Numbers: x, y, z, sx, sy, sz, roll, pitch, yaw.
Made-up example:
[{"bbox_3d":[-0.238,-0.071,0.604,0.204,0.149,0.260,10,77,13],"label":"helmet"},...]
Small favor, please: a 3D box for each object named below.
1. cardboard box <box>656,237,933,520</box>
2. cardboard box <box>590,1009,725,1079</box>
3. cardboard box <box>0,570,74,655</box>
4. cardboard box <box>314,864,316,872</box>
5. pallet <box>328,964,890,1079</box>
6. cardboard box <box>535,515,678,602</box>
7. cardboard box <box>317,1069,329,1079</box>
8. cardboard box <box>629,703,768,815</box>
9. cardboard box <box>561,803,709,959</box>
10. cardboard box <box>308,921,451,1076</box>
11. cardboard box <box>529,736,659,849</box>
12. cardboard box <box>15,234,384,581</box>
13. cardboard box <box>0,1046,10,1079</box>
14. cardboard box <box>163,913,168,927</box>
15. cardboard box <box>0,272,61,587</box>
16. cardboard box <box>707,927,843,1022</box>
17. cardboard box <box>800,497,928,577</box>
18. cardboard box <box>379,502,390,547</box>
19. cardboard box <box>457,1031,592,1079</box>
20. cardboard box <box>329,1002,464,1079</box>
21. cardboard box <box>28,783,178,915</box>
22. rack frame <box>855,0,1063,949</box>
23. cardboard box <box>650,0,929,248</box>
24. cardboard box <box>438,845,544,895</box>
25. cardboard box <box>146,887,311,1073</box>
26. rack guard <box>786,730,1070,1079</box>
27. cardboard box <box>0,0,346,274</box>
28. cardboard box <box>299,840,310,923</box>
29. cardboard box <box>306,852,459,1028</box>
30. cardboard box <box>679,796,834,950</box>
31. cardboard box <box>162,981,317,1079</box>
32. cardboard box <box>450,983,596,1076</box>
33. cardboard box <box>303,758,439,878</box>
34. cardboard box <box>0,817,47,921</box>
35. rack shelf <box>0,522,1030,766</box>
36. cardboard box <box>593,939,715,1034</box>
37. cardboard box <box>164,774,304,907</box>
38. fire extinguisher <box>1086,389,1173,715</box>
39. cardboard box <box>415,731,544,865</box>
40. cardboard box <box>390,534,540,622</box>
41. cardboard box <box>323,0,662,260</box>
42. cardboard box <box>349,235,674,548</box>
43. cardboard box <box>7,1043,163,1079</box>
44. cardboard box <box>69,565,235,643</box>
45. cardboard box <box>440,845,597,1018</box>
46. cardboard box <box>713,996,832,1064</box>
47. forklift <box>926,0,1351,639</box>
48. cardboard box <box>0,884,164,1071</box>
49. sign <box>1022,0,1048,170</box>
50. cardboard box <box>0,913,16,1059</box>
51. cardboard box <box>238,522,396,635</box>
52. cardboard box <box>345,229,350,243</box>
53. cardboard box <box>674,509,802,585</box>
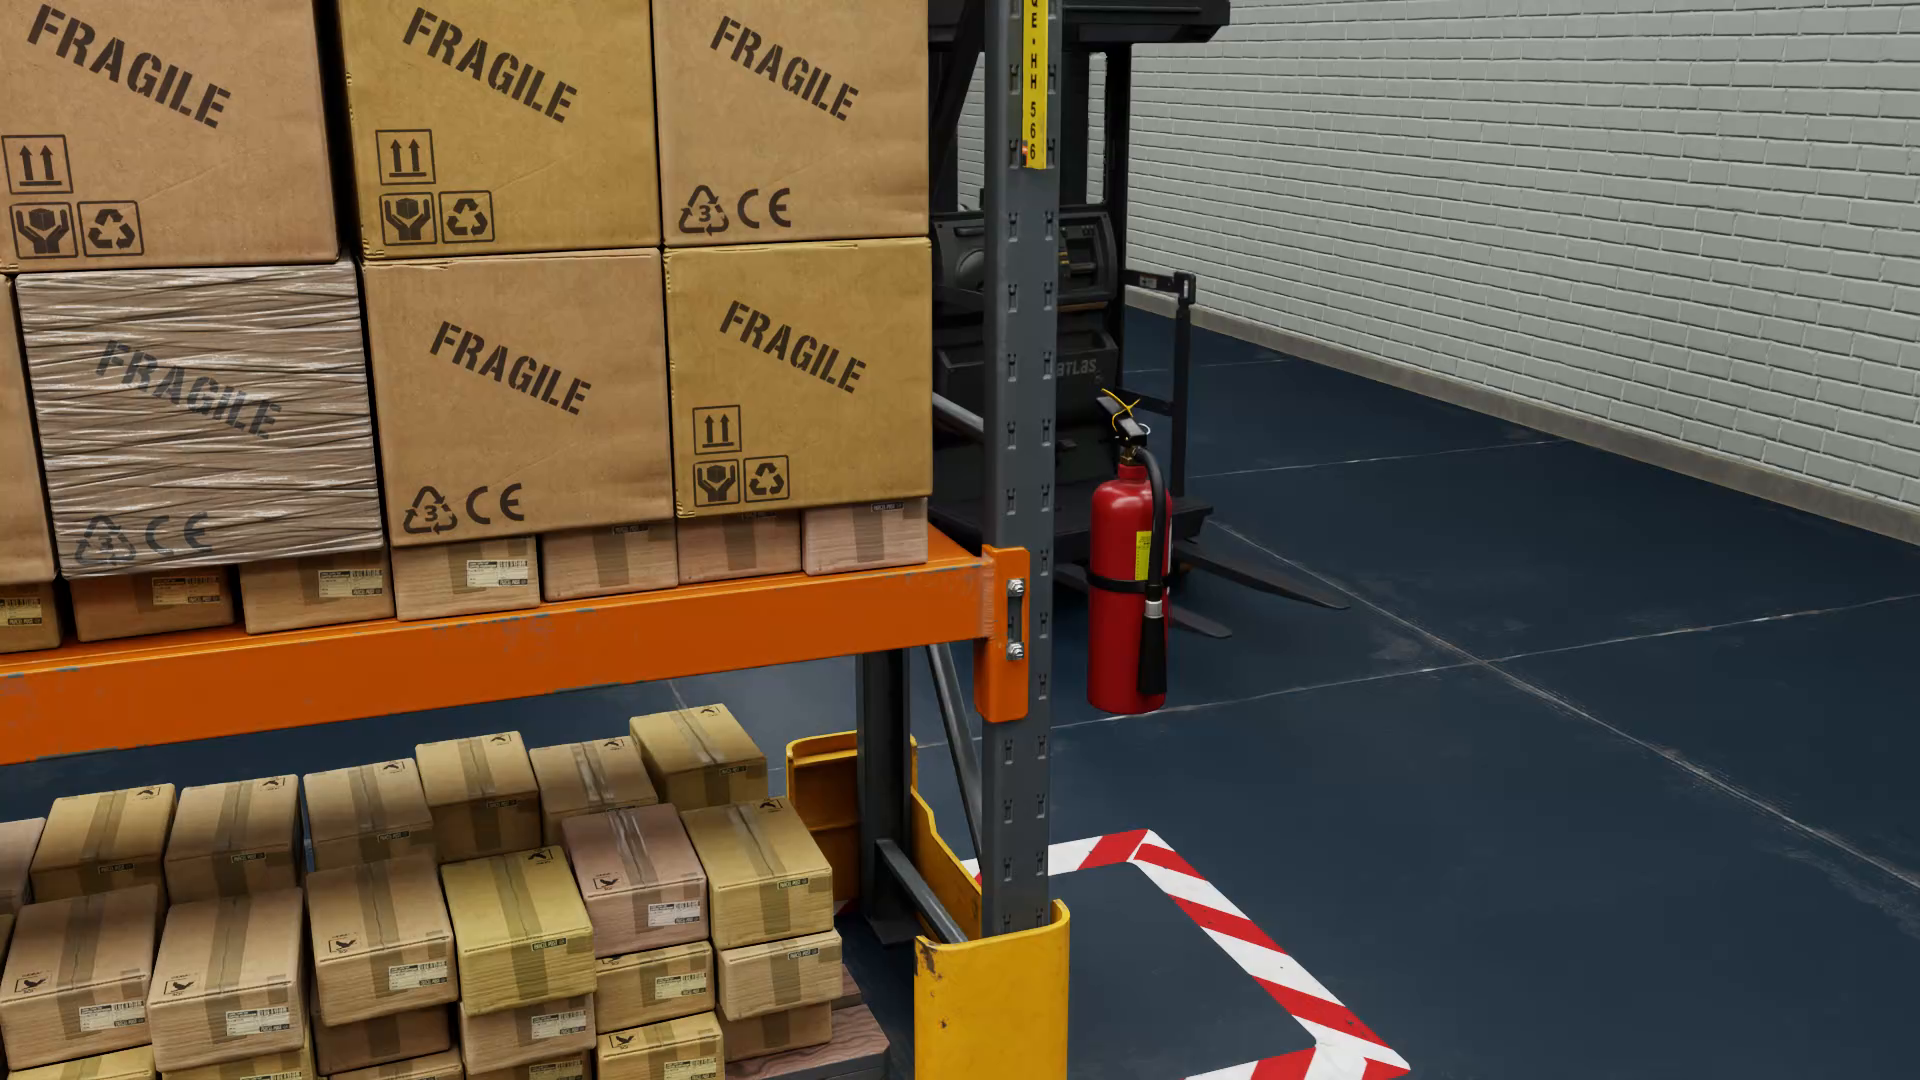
[{"bbox_3d":[-0.370,-0.365,3.313,0.500,0.500,0.500,-6,17,-19],"label":"cardboard box"},{"bbox_3d":[-0.664,1.039,3.550,0.250,0.149,0.380,-6,17,-18],"label":"cardboard box"},{"bbox_3d":[-1.722,0.078,2.955,0.250,0.149,0.380,-6,17,-19],"label":"cardboard box"},{"bbox_3d":[-1.375,0.779,3.907,0.250,0.149,0.380,-6,17,-18],"label":"cardboard box"},{"bbox_3d":[-0.885,1.131,3.874,1.213,0.211,1.003,-6,17,-20],"label":"pallet"},{"bbox_3d":[-0.720,-0.015,3.273,0.250,0.149,0.380,-6,18,-21],"label":"cardboard box"},{"bbox_3d":[-1.383,1.114,3.296,0.250,0.149,0.380,-7,18,-23],"label":"cardboard box"},{"bbox_3d":[-0.654,0.557,4.137,0.250,0.149,0.380,-7,18,-23],"label":"cardboard box"},{"bbox_3d":[-0.702,0.724,3.569,0.250,0.149,0.380,-6,17,-19],"label":"cardboard box"},{"bbox_3d":[-1.206,0.917,3.438,0.250,0.149,0.380,-6,18,-21],"label":"cardboard box"},{"bbox_3d":[-0.868,0.616,3.935,0.250,0.149,0.380,-6,17,-19],"label":"cardboard box"},{"bbox_3d":[-1.323,-0.261,2.958,0.500,0.500,0.500,-6,17,-20],"label":"cardboard box"},{"bbox_3d":[-1.890,1.029,3.058,0.250,0.149,0.380,-6,17,-20],"label":"cardboard box"},{"bbox_3d":[-1.827,0.869,3.601,0.250,0.149,0.380,-5,17,-17],"label":"cardboard box"},{"bbox_3d":[-1.792,-0.214,2.796,0.500,0.500,0.500,-5,17,-17],"label":"cardboard box"},{"bbox_3d":[-0.433,0.864,3.618,0.250,0.149,0.380,-7,18,-22],"label":"cardboard box"},{"bbox_3d":[-0.246,-0.060,3.424,0.250,0.149,0.380,-6,17,-20],"label":"cardboard box"},{"bbox_3d":[-1.149,-0.109,3.591,0.250,0.149,0.380,-5,17,-17],"label":"cardboard box"},{"bbox_3d":[-0.941,1.043,3.537,0.250,0.149,0.380,-6,17,-20],"label":"cardboard box"},{"bbox_3d":[-1.167,1.072,3.440,0.250,0.149,0.380,-6,17,-20],"label":"cardboard box"},{"bbox_3d":[-1.875,0.695,3.668,0.250,0.149,0.380,-6,17,-19],"label":"cardboard box"},{"bbox_3d":[-0.043,-0.288,3.754,0.127,3.000,1.000,-6,17,-20],"label":"rack frame"},{"bbox_3d":[-0.381,-0.847,3.177,0.500,0.500,0.500,-7,18,-21],"label":"cardboard box"},{"bbox_3d":[-1.097,0.782,3.898,0.250,0.149,0.380,-6,17,-19],"label":"cardboard box"},{"bbox_3d":[-1.393,0.834,3.192,0.250,0.149,0.380,-5,17,-18],"label":"cardboard box"},{"bbox_3d":[-0.114,0.919,4.080,0.348,0.500,1.175,-6,17,-20],"label":"rack guard"},{"bbox_3d":[-1.337,-0.741,2.817,0.500,0.500,0.500,-5,17,-17],"label":"cardboard box"},{"bbox_3d":[-1.589,0.831,3.731,0.250,0.149,0.380,-7,18,-23],"label":"cardboard box"},{"bbox_3d":[-1.162,0.792,3.334,0.250,0.149,0.380,-7,18,-22],"label":"cardboard box"},{"bbox_3d":[-0.446,0.713,3.604,0.250,0.149,0.380,-6,17,-19],"label":"cardboard box"},{"bbox_3d":[-1.397,0.973,3.249,0.250,0.149,0.380,-6,17,-19],"label":"cardboard box"},{"bbox_3d":[-0.918,0.917,3.438,0.250,0.149,0.380,-7,18,-22],"label":"cardboard box"},{"bbox_3d":[-1.351,0.655,3.804,0.250,0.149,0.380,-7,18,-23],"label":"cardboard box"},{"bbox_3d":[-2.076,0.745,3.496,0.250,0.149,0.380,-6,17,-20],"label":"cardboard box"},{"bbox_3d":[-1.910,0.259,3.169,4.000,0.370,1.077,-6,17,-20],"label":"rack shelf"},{"bbox_3d":[-0.697,0.876,3.576,0.250,0.149,0.380,-7,18,-21],"label":"cardboard box"},{"bbox_3d":[-1.613,0.680,3.717,0.250,0.149,0.380,-5,17,-18],"label":"cardboard box"},{"bbox_3d":[0.358,0.024,3.491,0.183,0.674,0.296,-6,17,-20],"label":"fire extinguisher"},{"bbox_3d":[-1.149,0.608,3.963,0.250,0.149,0.380,-6,17,-20],"label":"cardboard box"},{"bbox_3d":[-0.950,0.016,3.165,0.250,0.149,0.380,-6,17,-19],"label":"cardboard box"},{"bbox_3d":[-0.854,-0.795,3.003,0.500,0.500,0.500,-7,18,-22],"label":"cardboard box"},{"bbox_3d":[-0.853,-0.315,3.141,0.500,0.500,0.500,-6,18,-21],"label":"cardboard box"},{"bbox_3d":[-1.643,0.994,3.177,0.250,0.149,0.380,-5,17,-17],"label":"cardboard box"},{"bbox_3d":[-1.480,0.047,3.061,0.250,0.149,0.380,-7,18,-22],"label":"cardboard box"},{"bbox_3d":[-0.898,0.783,3.367,0.250,0.149,0.380,-7,18,-21],"label":"cardboard box"},{"bbox_3d":[-0.460,0.987,3.729,0.250,0.149,0.380,-6,17,-19],"label":"cardboard box"},{"bbox_3d":[0.415,-1.244,7.131,1.130,2.935,3.031,-10,19,-31],"label":"forklift"},{"bbox_3d":[-1.679,0.832,3.201,0.250,0.149,0.380,-7,18,-22],"label":"cardboard box"},{"bbox_3d":[0.137,-0.847,3.042,0.005,0.325,0.100,-6,17,-20],"label":"sign"},{"bbox_3d":[-1.914,0.865,3.086,0.250,0.149,0.380,-6,17,-20],"label":"cardboard box"},{"bbox_3d":[-1.207,0.035,3.100,0.250,0.149,0.380,-7,18,-23],"label":"cardboard box"},{"bbox_3d":[-1.052,-0.445,3.585,0.500,0.500,0.500,-6,17,-20],"label":"cardboard box"},{"bbox_3d":[-0.492,-0.045,3.373,0.250,0.149,0.380,-6,17,-20],"label":"cardboard box"}]
